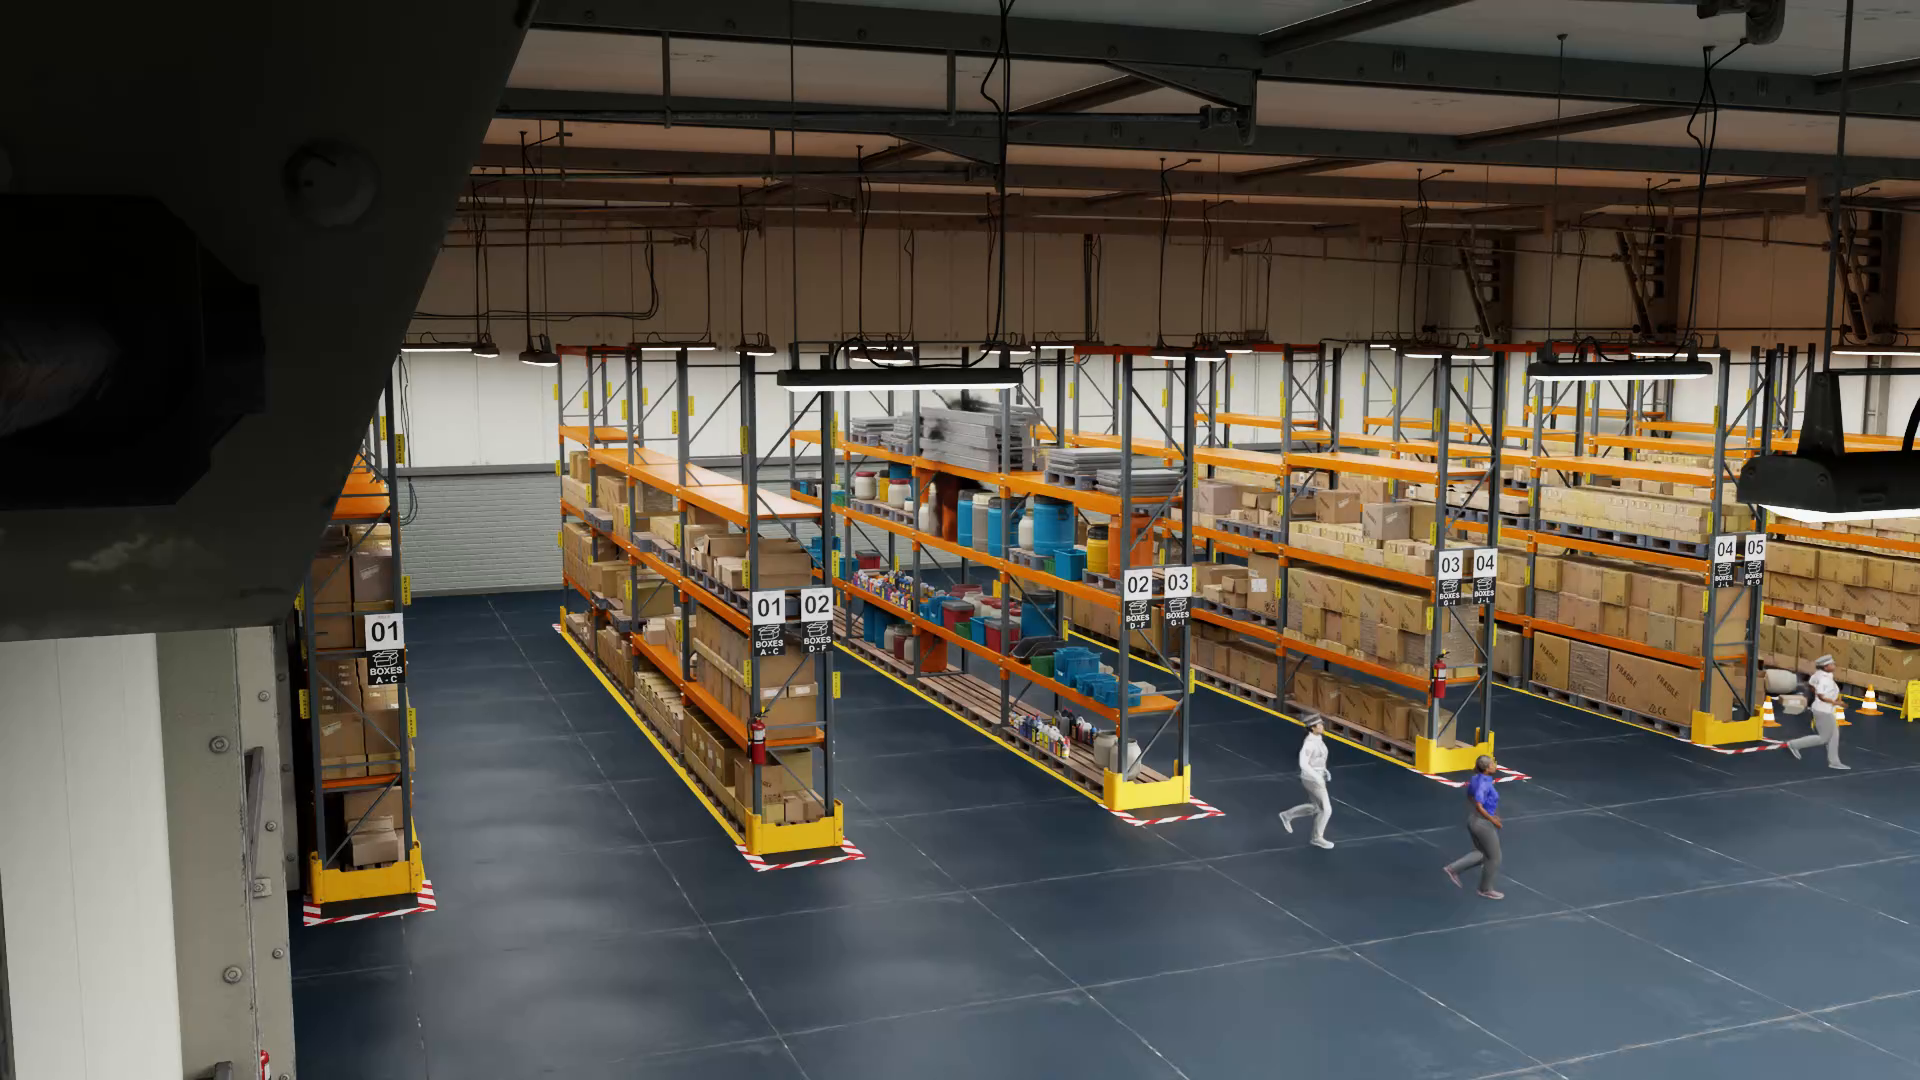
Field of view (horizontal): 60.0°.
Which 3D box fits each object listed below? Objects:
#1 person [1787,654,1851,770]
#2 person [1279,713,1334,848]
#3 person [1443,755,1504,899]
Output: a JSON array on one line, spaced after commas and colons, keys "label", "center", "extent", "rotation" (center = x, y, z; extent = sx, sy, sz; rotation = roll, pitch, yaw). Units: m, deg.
[{"label": "person", "center": [12.414, 2.465, 23.960], "extent": [0.853, 1.685, 0.582], "rotation": [3, 8, 24]}, {"label": "person", "center": [4.264, 2.927, 20.413], "extent": [0.686, 1.664, 0.651], "rotation": [2, 8, 17]}, {"label": "person", "center": [5.768, 3.193, 18.501], "extent": [0.640, 1.638, 0.587], "rotation": [0, 7, 4]}]
